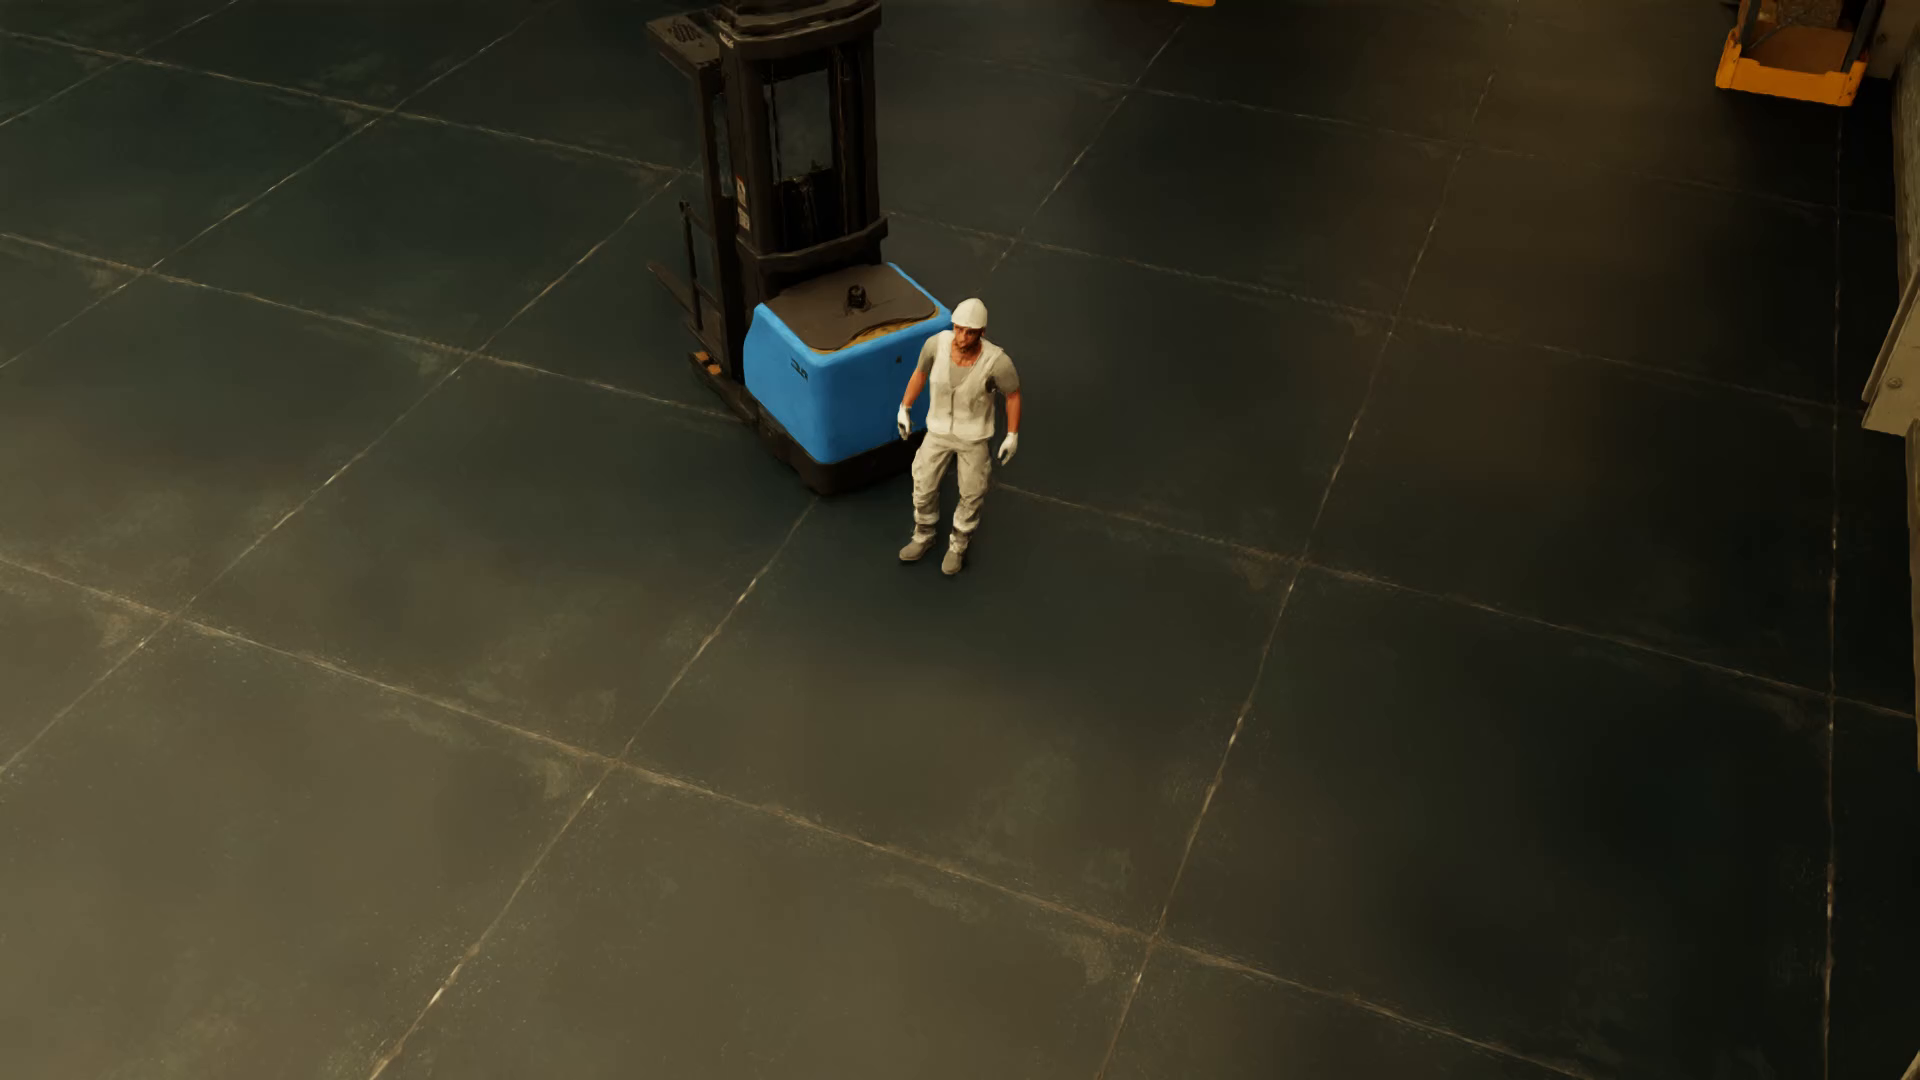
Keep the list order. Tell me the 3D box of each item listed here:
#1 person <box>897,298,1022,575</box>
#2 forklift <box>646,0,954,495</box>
[{"bbox_3d":[-0.033,-0.596,9.646,0.718,1.776,0.486,13,42,15],"label":"person"},{"bbox_3d":[-1.239,-2.329,10.789,1.130,2.935,3.031,-22,45,-24],"label":"forklift"}]
